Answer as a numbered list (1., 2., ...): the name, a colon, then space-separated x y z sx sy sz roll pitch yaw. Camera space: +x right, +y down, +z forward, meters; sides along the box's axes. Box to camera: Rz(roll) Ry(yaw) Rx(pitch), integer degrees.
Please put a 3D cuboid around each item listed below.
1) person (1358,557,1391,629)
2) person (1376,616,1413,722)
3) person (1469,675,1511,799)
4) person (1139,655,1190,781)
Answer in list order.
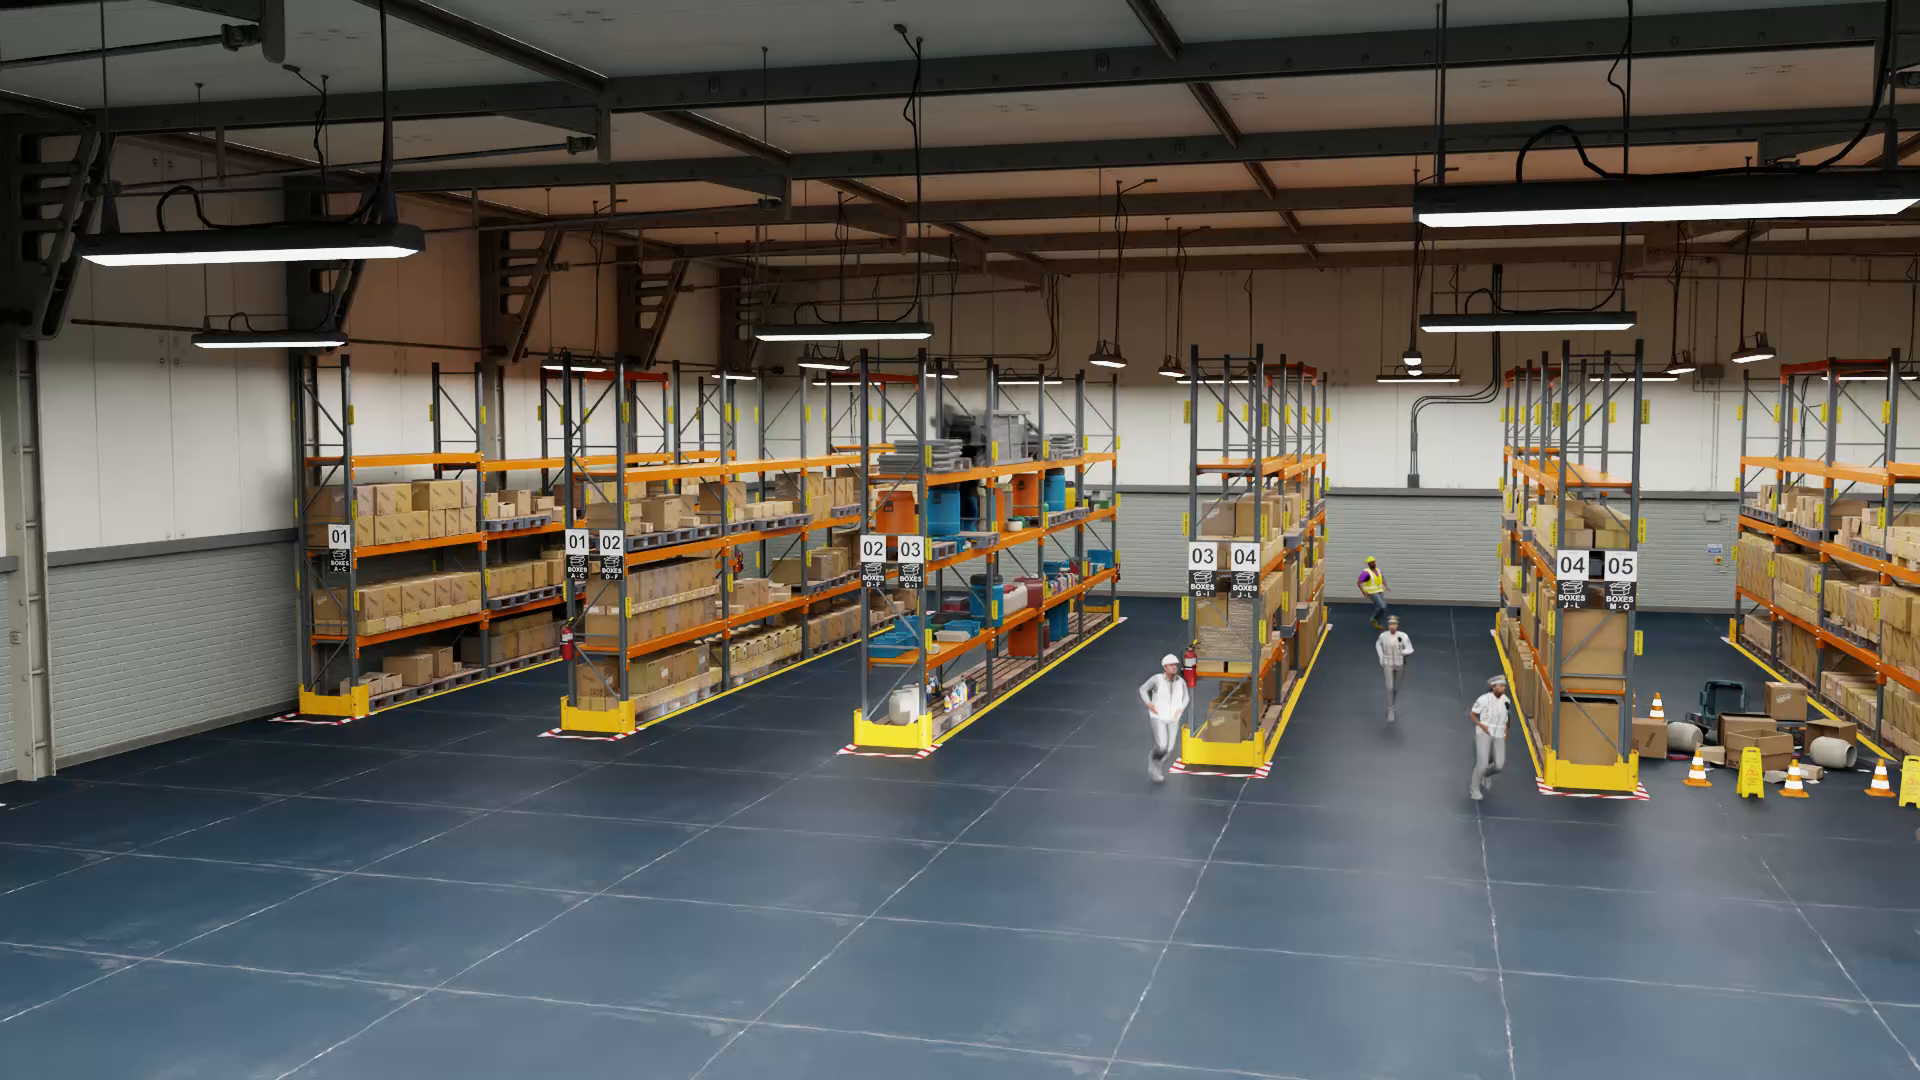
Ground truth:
1. person: 9.726 1.244 38.818 0.760 1.709 0.568 -3 5 -36
2. person: 7.189 2.096 27.522 0.597 1.716 0.868 1 4 11
3. person: 6.986 2.569 21.836 0.566 1.622 0.513 0 4 -5
4. person: 2.830 2.434 22.765 0.674 1.740 0.533 -1 4 -15
